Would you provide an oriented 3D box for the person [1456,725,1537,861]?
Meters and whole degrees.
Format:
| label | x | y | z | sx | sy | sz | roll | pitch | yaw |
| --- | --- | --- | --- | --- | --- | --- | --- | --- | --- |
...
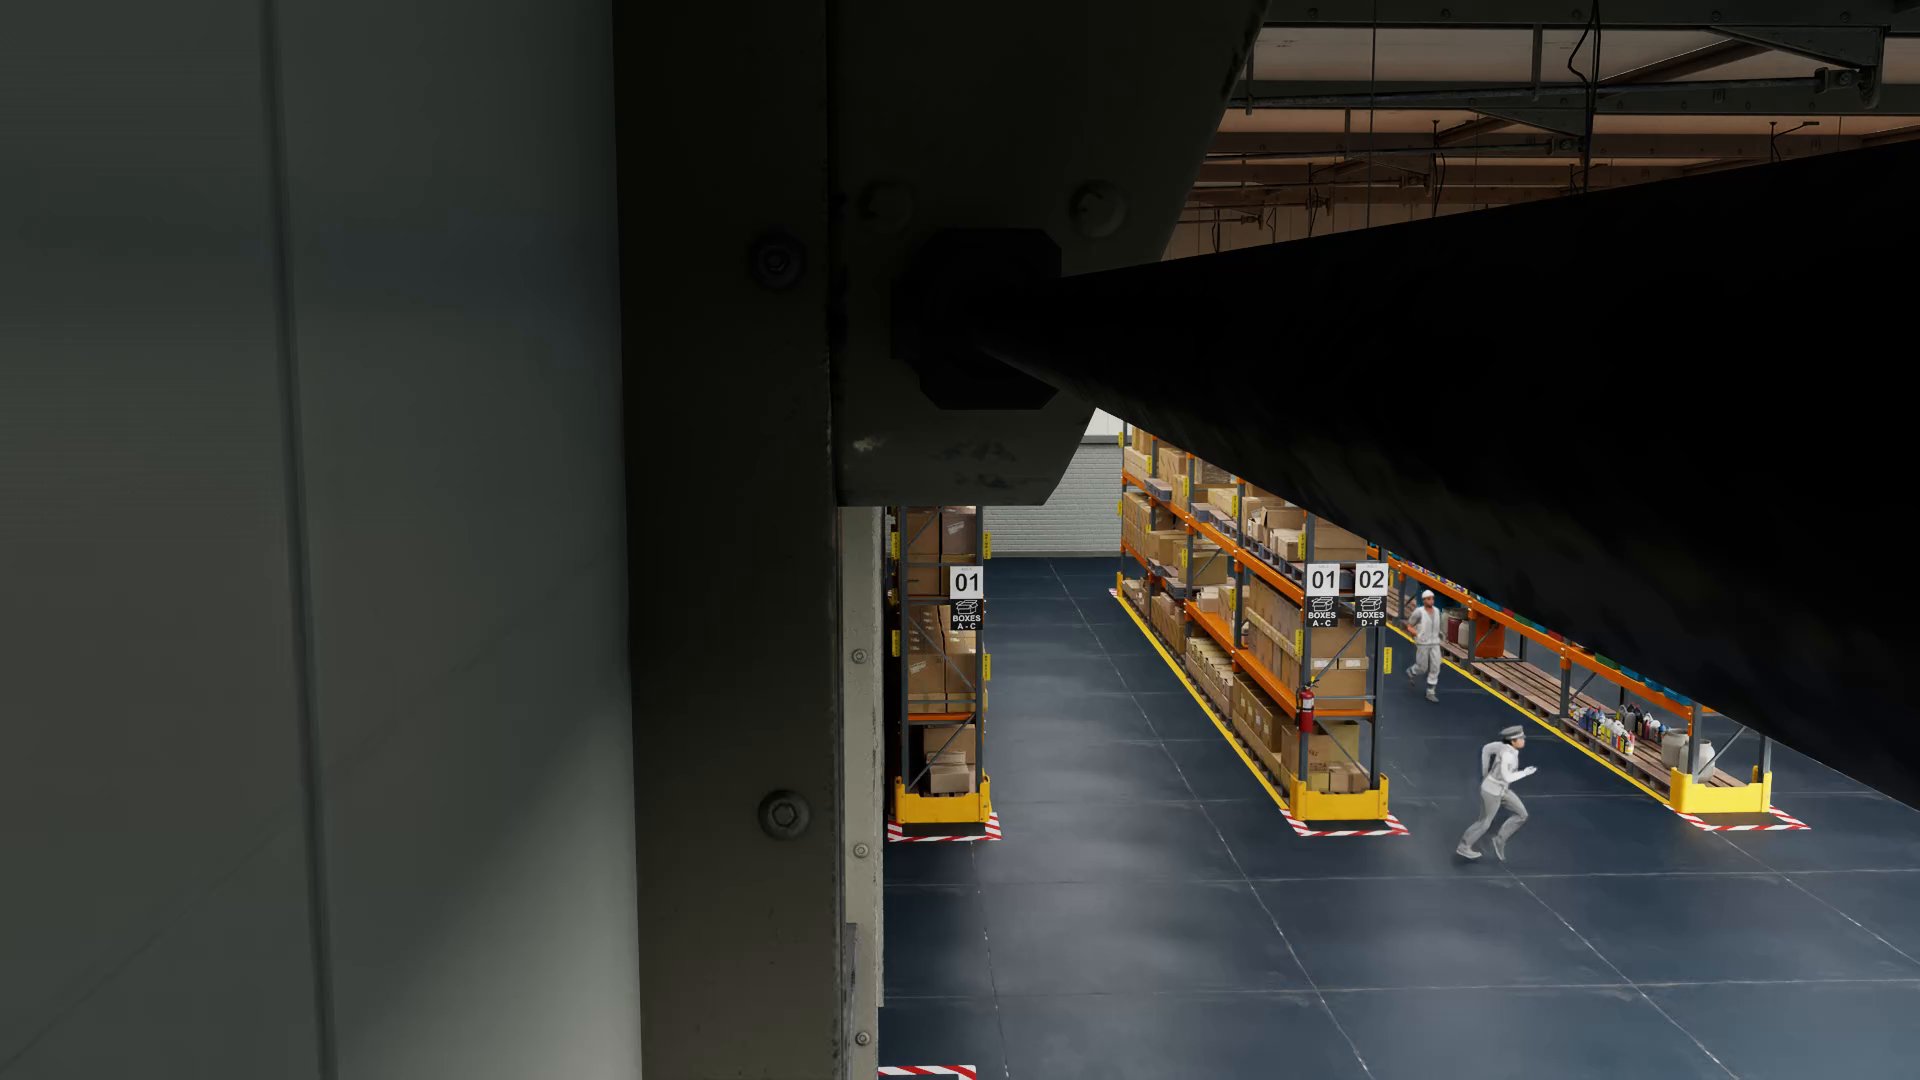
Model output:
| label | x | y | z | sx | sy | sz | roll | pitch | yaw |
| --- | --- | --- | --- | --- | --- | --- | --- | --- | --- |
| person | 6.094 | 2.867 | 18.865 | 0.849 | 1.608 | 0.593 | 4 | 9 | 27 |

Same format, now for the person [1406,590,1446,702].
| label | x | y | z | sx | sy | sz | roll | pitch | yaw |
| --- | --- | --- | --- | --- | --- | --- | --- | --- | --- |
| person | 7.555 | 1.686 | 26.939 | 0.658 | 1.771 | 0.863 | -2 | 8 | -14 |
